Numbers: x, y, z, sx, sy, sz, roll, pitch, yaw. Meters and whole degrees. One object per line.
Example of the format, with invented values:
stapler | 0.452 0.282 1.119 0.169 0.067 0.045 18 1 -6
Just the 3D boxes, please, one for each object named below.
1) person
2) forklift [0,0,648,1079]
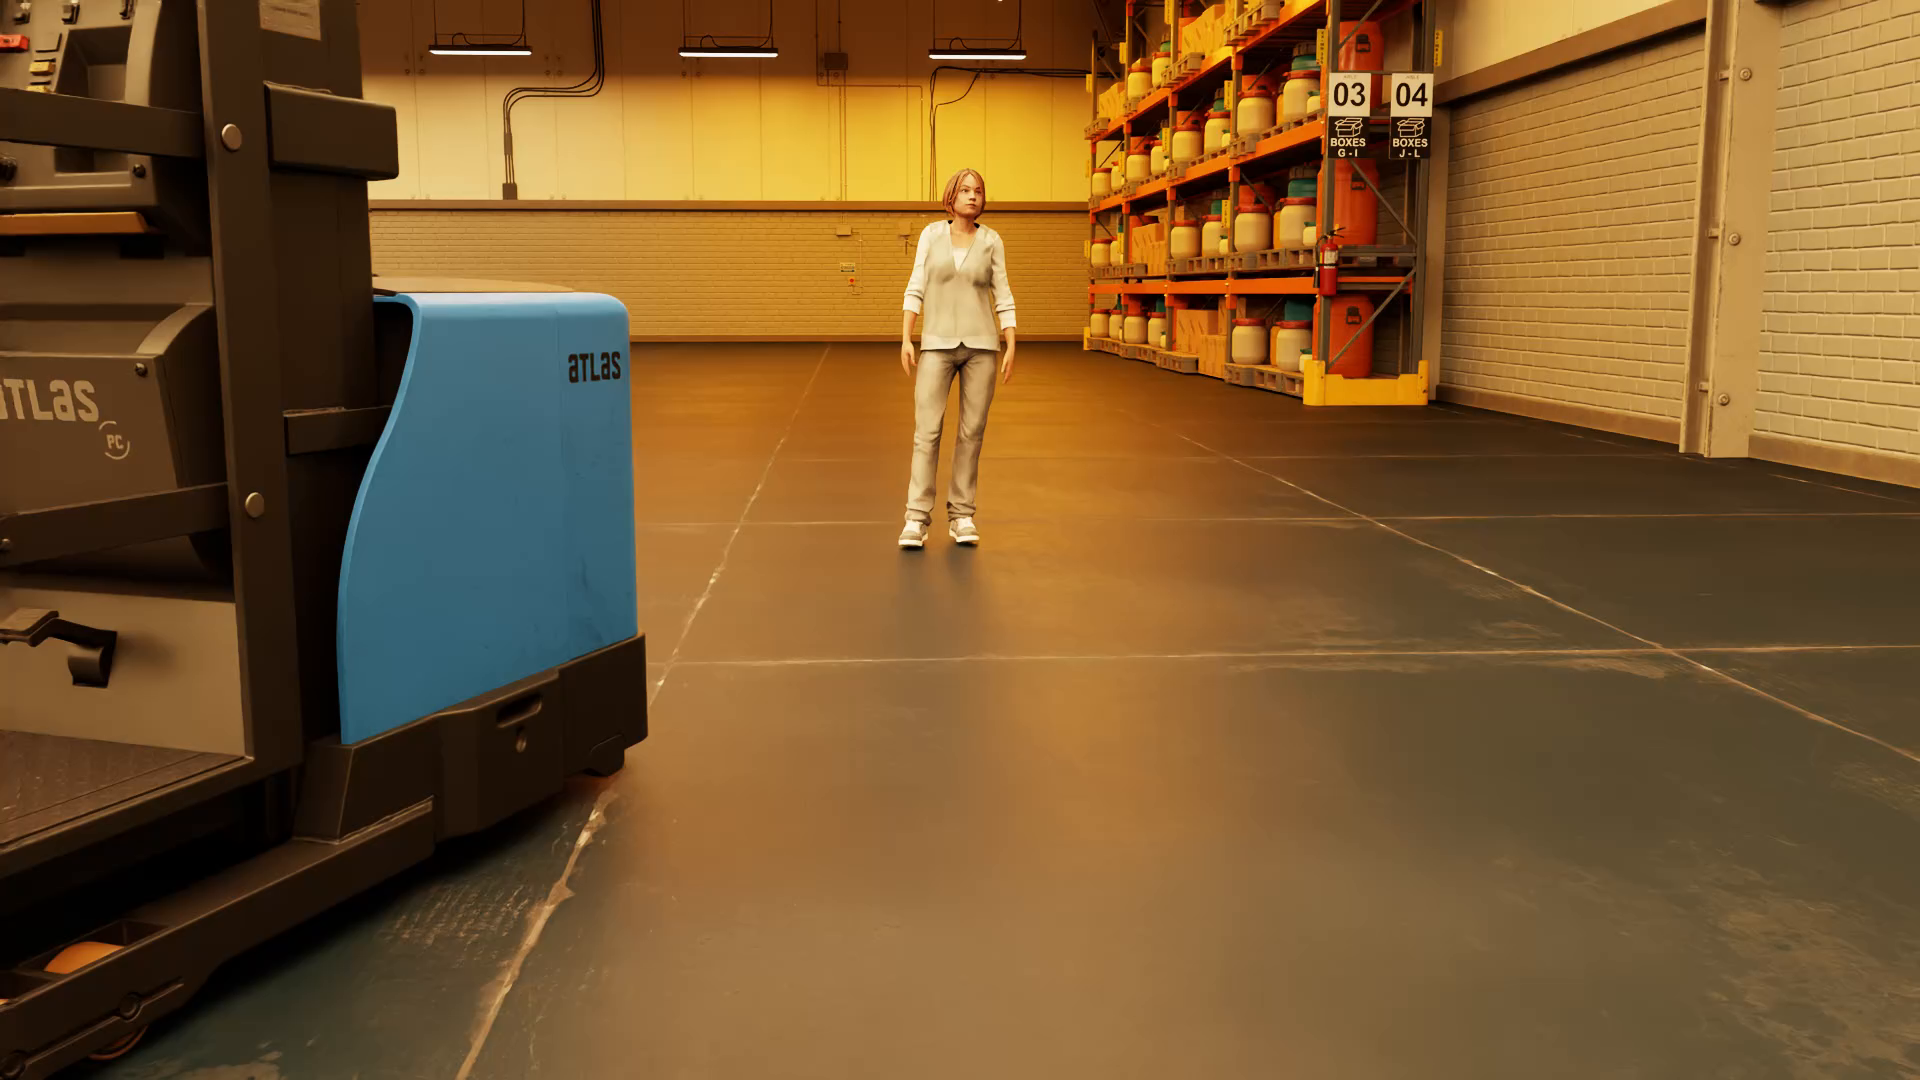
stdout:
person | -0.010 -0.786 7.118 0.520 1.597 0.475 -1 8 -4
forklift | -1.670 -0.753 2.401 1.130 2.935 3.031 3 9 19
